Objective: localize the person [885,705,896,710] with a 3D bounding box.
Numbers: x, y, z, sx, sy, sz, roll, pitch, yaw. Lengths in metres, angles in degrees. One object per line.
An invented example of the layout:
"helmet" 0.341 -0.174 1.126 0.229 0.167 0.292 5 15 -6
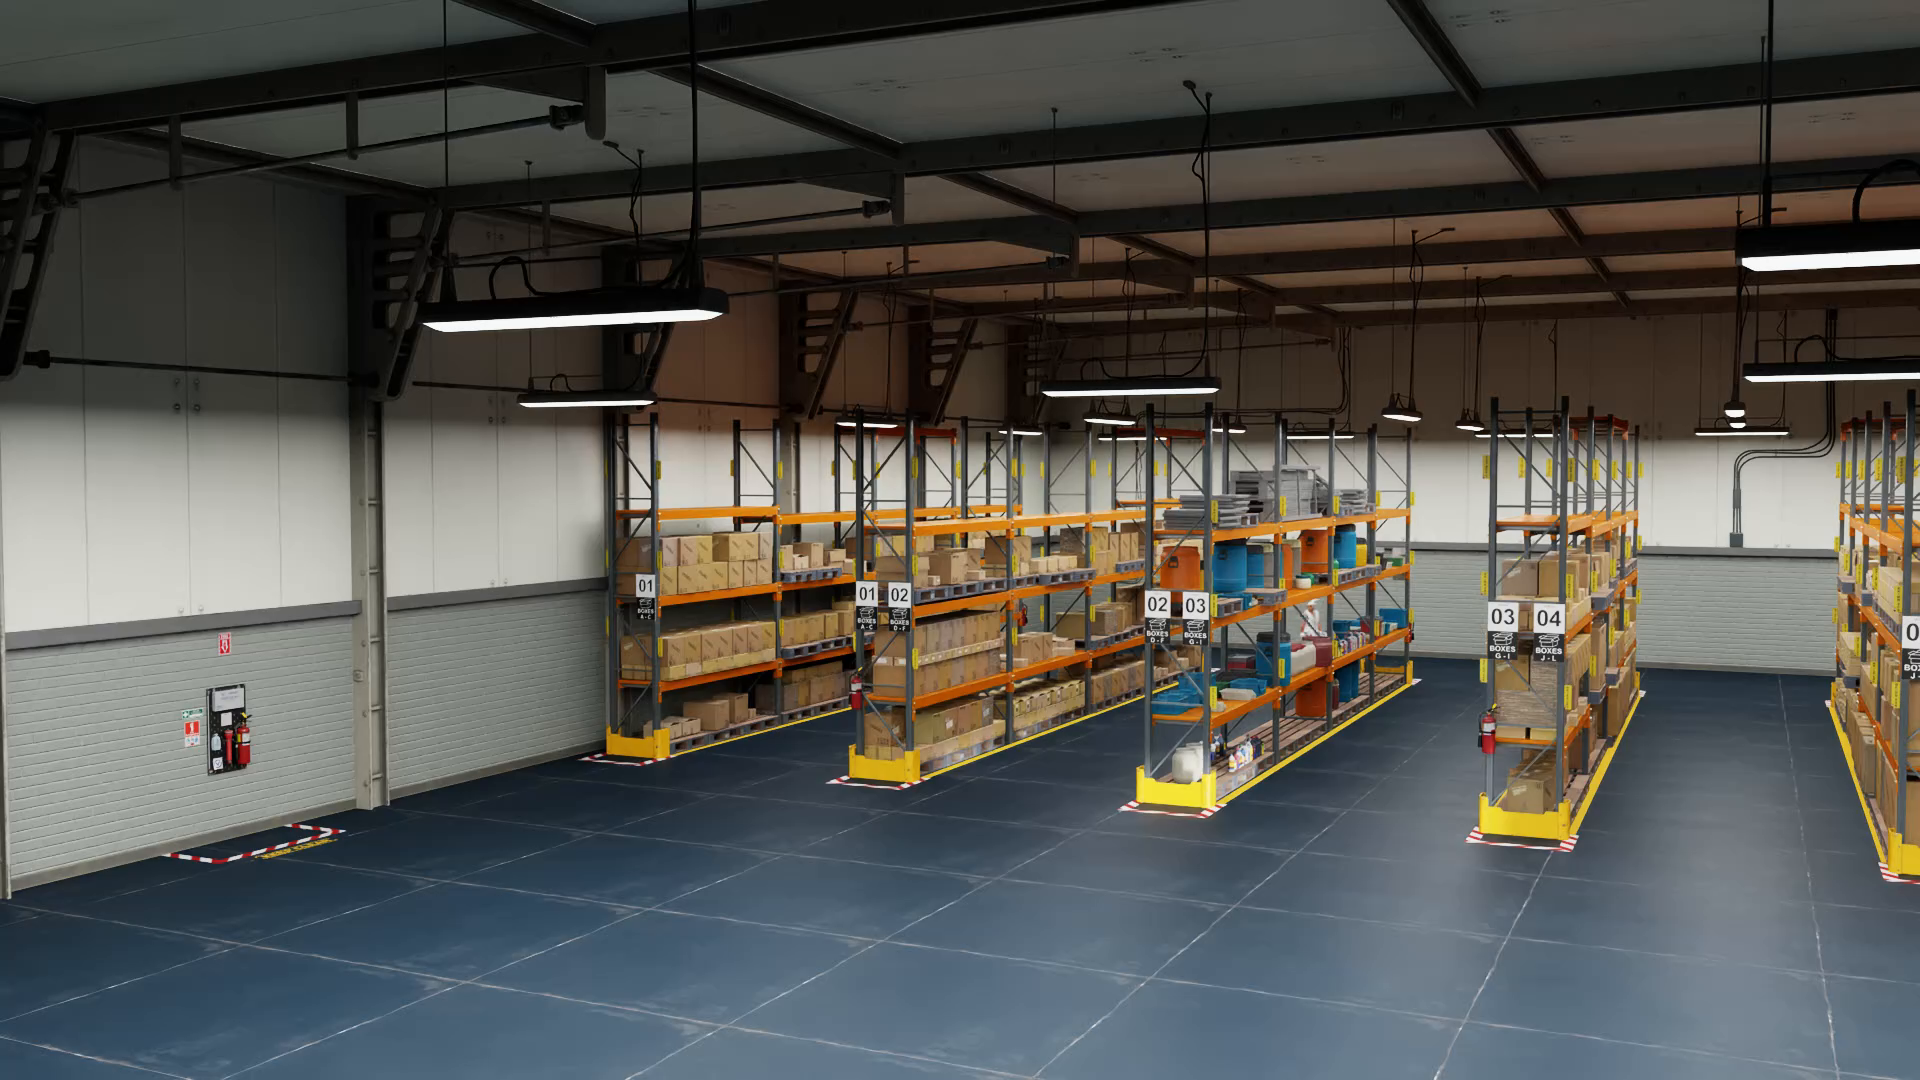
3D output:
"person" -1.242 2.756 34.422 0.436 1.557 0.932 1 3 31

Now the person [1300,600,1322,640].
"person" 9.051 2.372 42.718 0.544 1.679 1.052 -1 3 -24
